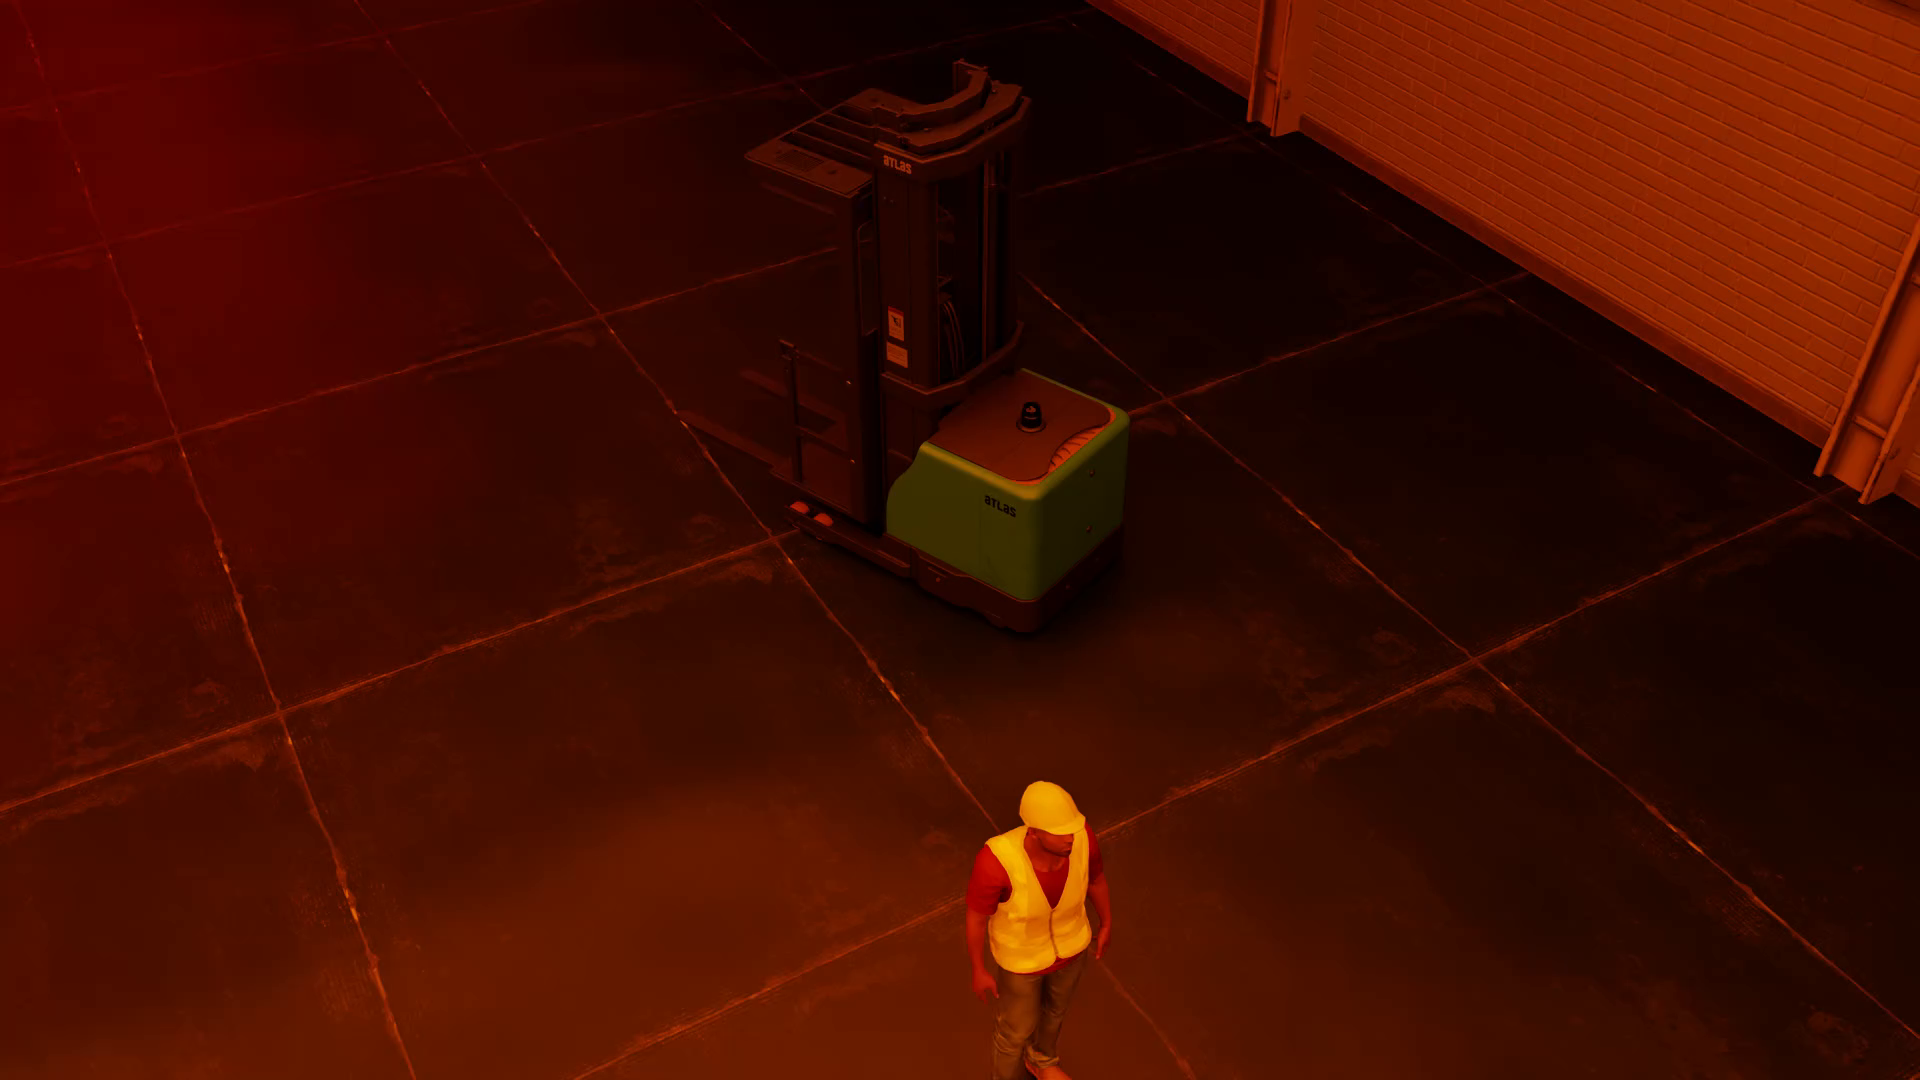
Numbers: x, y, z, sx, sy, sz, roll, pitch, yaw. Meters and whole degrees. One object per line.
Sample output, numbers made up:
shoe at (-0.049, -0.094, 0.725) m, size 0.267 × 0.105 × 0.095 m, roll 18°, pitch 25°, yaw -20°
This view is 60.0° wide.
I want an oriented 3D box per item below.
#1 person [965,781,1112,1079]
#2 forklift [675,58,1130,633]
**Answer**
person at (0.367, 1.729, 6.853) m, size 0.665 × 1.769 × 0.574 m, roll -18°, pitch 43°, yaw -21°
forklift at (-0.481, -1.366, 9.683) m, size 3.031 × 2.935 × 1.130 m, roll 26°, pitch 46°, yaw 28°
